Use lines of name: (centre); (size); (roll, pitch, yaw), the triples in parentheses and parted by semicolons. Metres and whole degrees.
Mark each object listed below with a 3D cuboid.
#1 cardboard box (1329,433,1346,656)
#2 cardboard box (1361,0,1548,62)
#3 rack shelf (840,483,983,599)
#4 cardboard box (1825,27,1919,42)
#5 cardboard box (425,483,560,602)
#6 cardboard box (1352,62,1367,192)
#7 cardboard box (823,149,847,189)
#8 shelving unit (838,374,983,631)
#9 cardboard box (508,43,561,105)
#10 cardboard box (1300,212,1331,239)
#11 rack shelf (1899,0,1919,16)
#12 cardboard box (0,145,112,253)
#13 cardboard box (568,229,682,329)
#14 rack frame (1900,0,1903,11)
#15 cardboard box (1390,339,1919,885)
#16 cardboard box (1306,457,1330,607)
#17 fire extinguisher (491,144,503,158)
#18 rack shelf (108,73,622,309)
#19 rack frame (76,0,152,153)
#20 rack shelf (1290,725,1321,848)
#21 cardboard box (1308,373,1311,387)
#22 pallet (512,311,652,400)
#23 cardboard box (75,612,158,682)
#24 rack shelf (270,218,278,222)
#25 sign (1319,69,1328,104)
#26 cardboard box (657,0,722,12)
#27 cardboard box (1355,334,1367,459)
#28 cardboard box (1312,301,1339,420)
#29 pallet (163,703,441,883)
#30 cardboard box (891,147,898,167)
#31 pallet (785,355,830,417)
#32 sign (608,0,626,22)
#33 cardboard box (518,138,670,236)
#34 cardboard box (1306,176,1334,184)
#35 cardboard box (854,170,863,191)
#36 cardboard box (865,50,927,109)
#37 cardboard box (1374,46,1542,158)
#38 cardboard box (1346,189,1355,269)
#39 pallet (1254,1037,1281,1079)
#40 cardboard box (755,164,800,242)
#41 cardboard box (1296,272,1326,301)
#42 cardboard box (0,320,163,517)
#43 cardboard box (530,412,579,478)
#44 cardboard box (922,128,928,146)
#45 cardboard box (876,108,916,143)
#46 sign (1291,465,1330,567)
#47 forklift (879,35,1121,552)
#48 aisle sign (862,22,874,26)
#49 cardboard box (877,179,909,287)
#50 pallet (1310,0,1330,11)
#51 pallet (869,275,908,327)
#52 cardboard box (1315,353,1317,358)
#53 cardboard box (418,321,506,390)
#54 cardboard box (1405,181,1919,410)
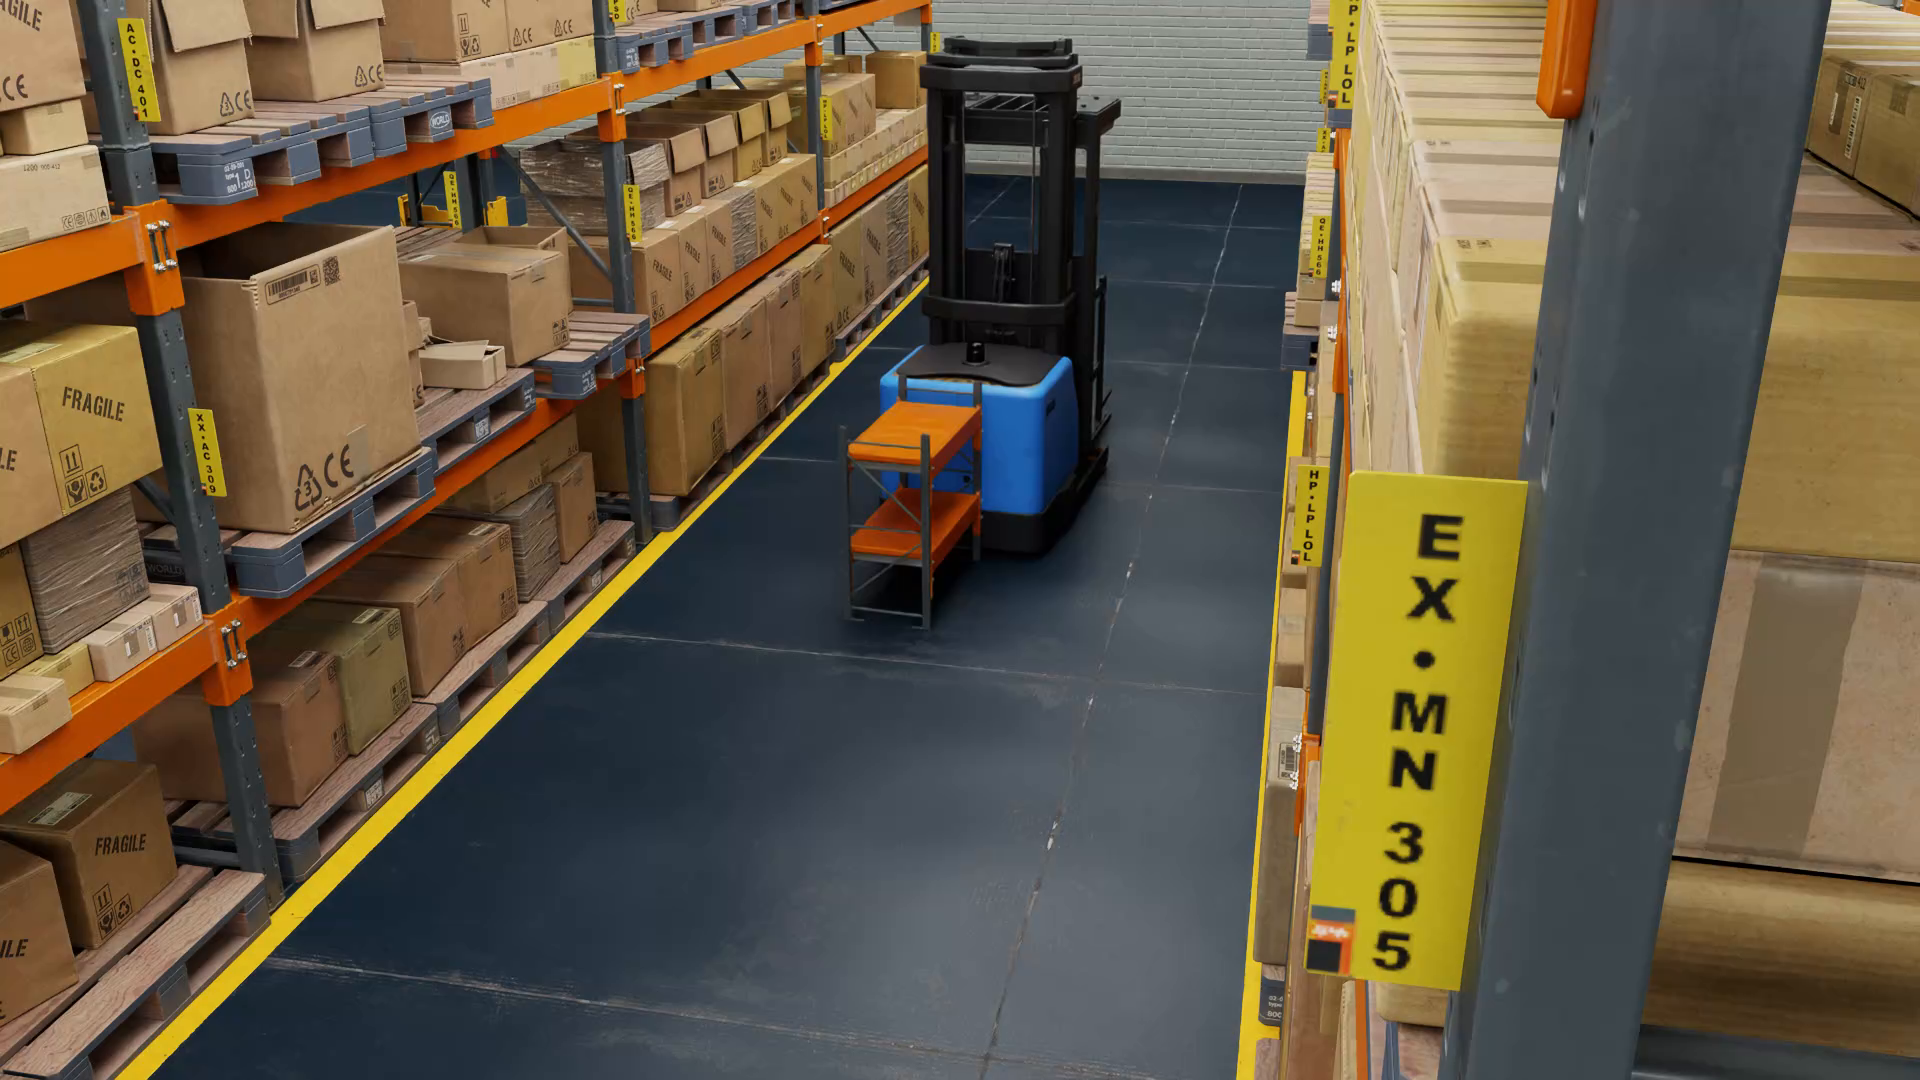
cardboard box: (1.496, 0.028, 4.623); (0.875, 0.550, 0.550); (4, 22, 11)
cardboard box: (1.095, -1.127, 3.693); (0.380, 0.149, 0.250); (4, 22, 10)
rack shelf: (-0.260, -0.010, 9.527); (0.538, 0.278, 1.000); (6, 23, 15)
cardboard box: (1.584, -0.800, 2.883); (0.380, 0.149, 0.250); (4, 22, 10)
cardboard box: (-2.632, -0.006, 9.110); (0.700, 0.500, 0.500); (3, 22, 6)
cardboard box: (1.129, -0.893, 3.646); (0.500, 0.250, 0.500); (4, 22, 10)
cardboard box: (-1.246, -3.095, 13.826); (0.500, 0.250, 0.500); (4, 22, 10)
shelving unit: (-0.260, -0.237, 9.436); (0.538, 1.125, 1.048); (6, 23, 15)
cardboard box: (-2.359, -2.359, 8.380); (0.500, 0.250, 0.500); (4, 22, 11)
cardboard box: (2.230, -1.851, 9.911); (0.380, 0.149, 0.250); (5, 22, 13)
rack shelf: (8.512, -3.908, 12.991); (1.077, 0.370, 4.000); (4, 22, 11)
cardboard box: (-3.068, -1.084, 5.216); (0.500, 0.250, 0.500); (5, 23, 13)
cardboard box: (-2.049, -1.615, 10.215); (0.500, 0.500, 0.500); (5, 22, 12)
rack frame: (8.920, -3.582, 15.233); (1.000, 3.000, 0.127); (4, 22, 11)
cardboard box: (0.615, 0.028, 1.361); (0.500, 0.250, 0.500); (5, 22, 12)
cardboard box: (1.553, 0.024, 6.145); (0.500, 0.500, 0.500); (4, 22, 10)
fire extinguisher: (-5.155, -4.527, 18.181); (0.296, 0.674, 0.183); (4, 22, 11)
rack shelf: (-2.822, -1.738, 7.602); (1.077, 0.370, 4.000); (4, 22, 11)
rack frame: (-3.230, -2.732, 5.091); (1.000, 3.000, 0.127); (4, 22, 11)
rack shelf: (1.197, 1.531, 3.499); (1.077, 0.370, 4.000); (4, 22, 11)
cardboard box: (2.720, -1.051, 11.733); (0.500, 0.500, 0.500); (5, 23, 13)
pallet: (-2.455, -1.054, 9.212); (1.213, 0.211, 1.003); (4, 22, 11)
cardboard box: (-3.047, 0.359, 5.782); (0.380, 0.149, 0.250); (4, 22, 11)
rack shelf: (-6.855, -2.187, 12.732); (1.077, 0.370, 4.000); (4, 22, 11)
sign: (3.522, -4.365, 16.019); (0.100, 0.325, 0.005); (4, 22, 11)
cardboard box: (-2.018, -3.795, 11.045); (0.797, 0.503, 0.637); (4, 22, 10)
cardboard box: (0.784, -0.199, 2.458); (0.380, 0.149, 0.250); (5, 22, 11)
cardboard box: (2.065, -0.899, 8.438); (0.500, 0.500, 0.500); (5, 22, 12)
pallet: (-3.073, 1.060, 7.440); (1.003, 0.211, 1.213); (4, 22, 11)
cardboard box: (-0.791, -3.597, 15.606); (0.380, 0.149, 0.250); (5, 22, 11)
pallet: (-1.682, -1.293, 13.282); (1.003, 0.211, 1.213); (4, 22, 11)
sign: (-1.883, -3.001, 9.082); (0.100, 0.325, 0.005); (4, 22, 11)
cardboard box: (-2.249, -2.190, 10.299); (0.797, 0.503, 0.637); (5, 23, 13)
cardboard box: (2.496, -2.324, 11.087); (0.380, 0.149, 0.250); (4, 22, 10)
cardboard box: (-1.053, -3.130, 14.446); (0.380, 0.149, 0.250); (4, 22, 9)
cardboard box: (-0.624, -4.556, 16.449); (0.500, 0.500, 0.500); (5, 22, 12)
cardboard box: (0.836, -0.664, 2.544); (0.380, 0.149, 0.250); (5, 22, 11)
cardboard box: (1.043, -0.665, 3.615); (0.380, 0.149, 0.250); (4, 22, 10)
pallet: (1.373, 2.032, 5.026); (1.003, 0.211, 1.213); (4, 22, 11)
cardboard box: (-1.534, -2.549, 12.533); (0.500, 0.500, 0.500); (5, 23, 13)
cardboard box: (2.076, -1.428, 9.261); (0.380, 0.149, 0.250); (5, 22, 12)
cardboard box: (-3.053, -0.412, 5.490); (0.500, 0.500, 0.500); (4, 22, 11)
cardboard box: (-2.521, -0.557, 9.474); (0.500, 0.250, 0.500); (5, 23, 13)
cardboard box: (-0.532, -4.066, 16.770); (0.380, 0.149, 0.250); (5, 22, 12)
cardboard box: (-0.725, -4.023, 16.130); (0.500, 0.250, 0.500); (4, 22, 10)
sign: (1.072, -0.072, 5.073); (0.100, 0.325, 0.005); (4, 22, 11)
forklift: (0.404, -1.806, 10.915); (1.130, 2.935, 3.031); (6, 23, 15)
aisle sign: (-1.061, -5.593, 16.745); (0.394, 0.787, 0.004); (4, 22, 11)
cardboard box: (-1.020, -2.974, 16.004); (0.875, 0.875, 0.875); (4, 22, 11)
pallet: (3.007, -3.546, 11.380); (1.213, 0.211, 1.003); (4, 22, 11)
pallet: (-1.119, -2.301, 15.784); (1.003, 0.211, 1.213); (4, 22, 11)
cardboard box: (2.515, -1.020, 10.652); (0.500, 0.250, 0.500); (5, 22, 12)
cardboard box: (-2.490, -0.914, 8.225); (0.396, 0.266, 0.258); (4, 22, 9)
cardboard box: (0.577, -0.197, 1.386); (0.380, 0.149, 0.250); (5, 22, 11)
